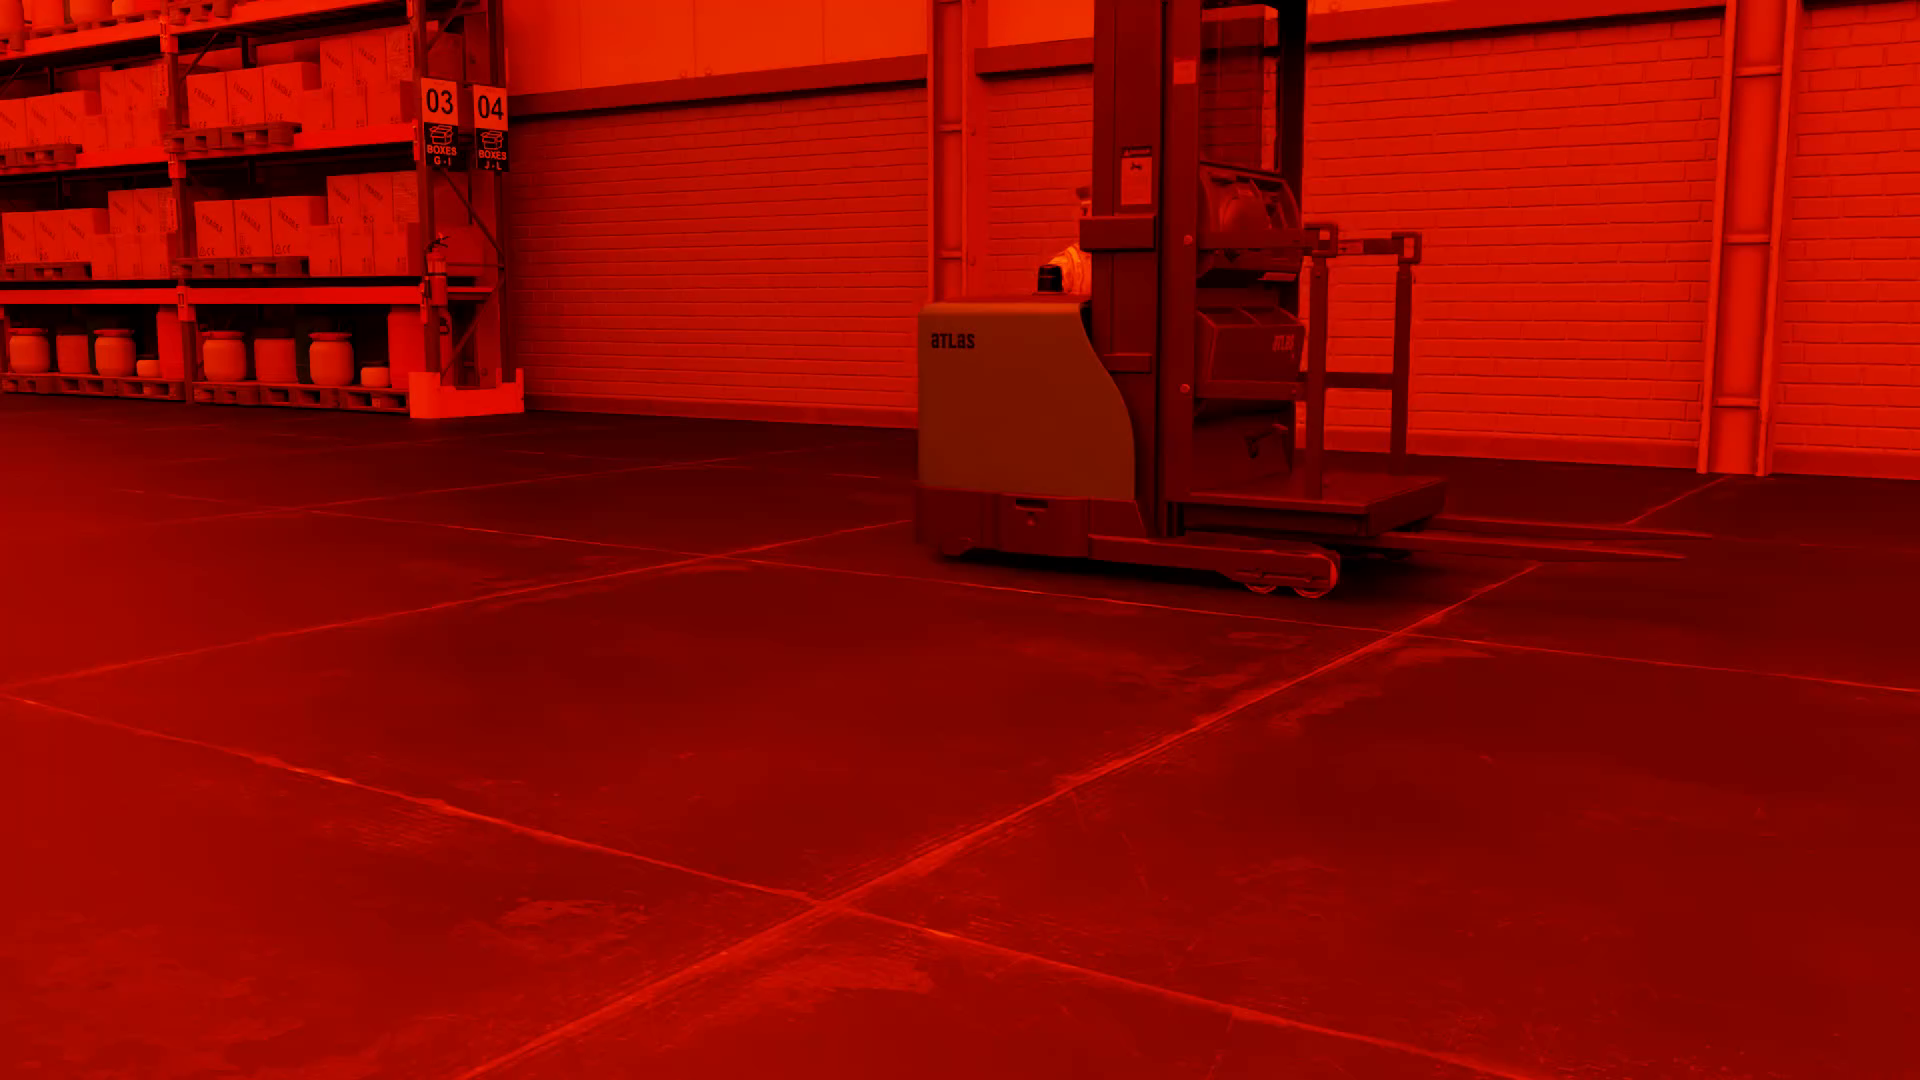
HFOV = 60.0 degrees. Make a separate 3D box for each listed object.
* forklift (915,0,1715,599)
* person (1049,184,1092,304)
[{"bbox_3d":[1.330,-1.321,6.485,3.031,2.935,1.130,5,10,32],"label":"forklift"},{"bbox_3d":[0.639,-0.724,7.222,0.714,1.629,0.531,-1,8,-5],"label":"person"}]
